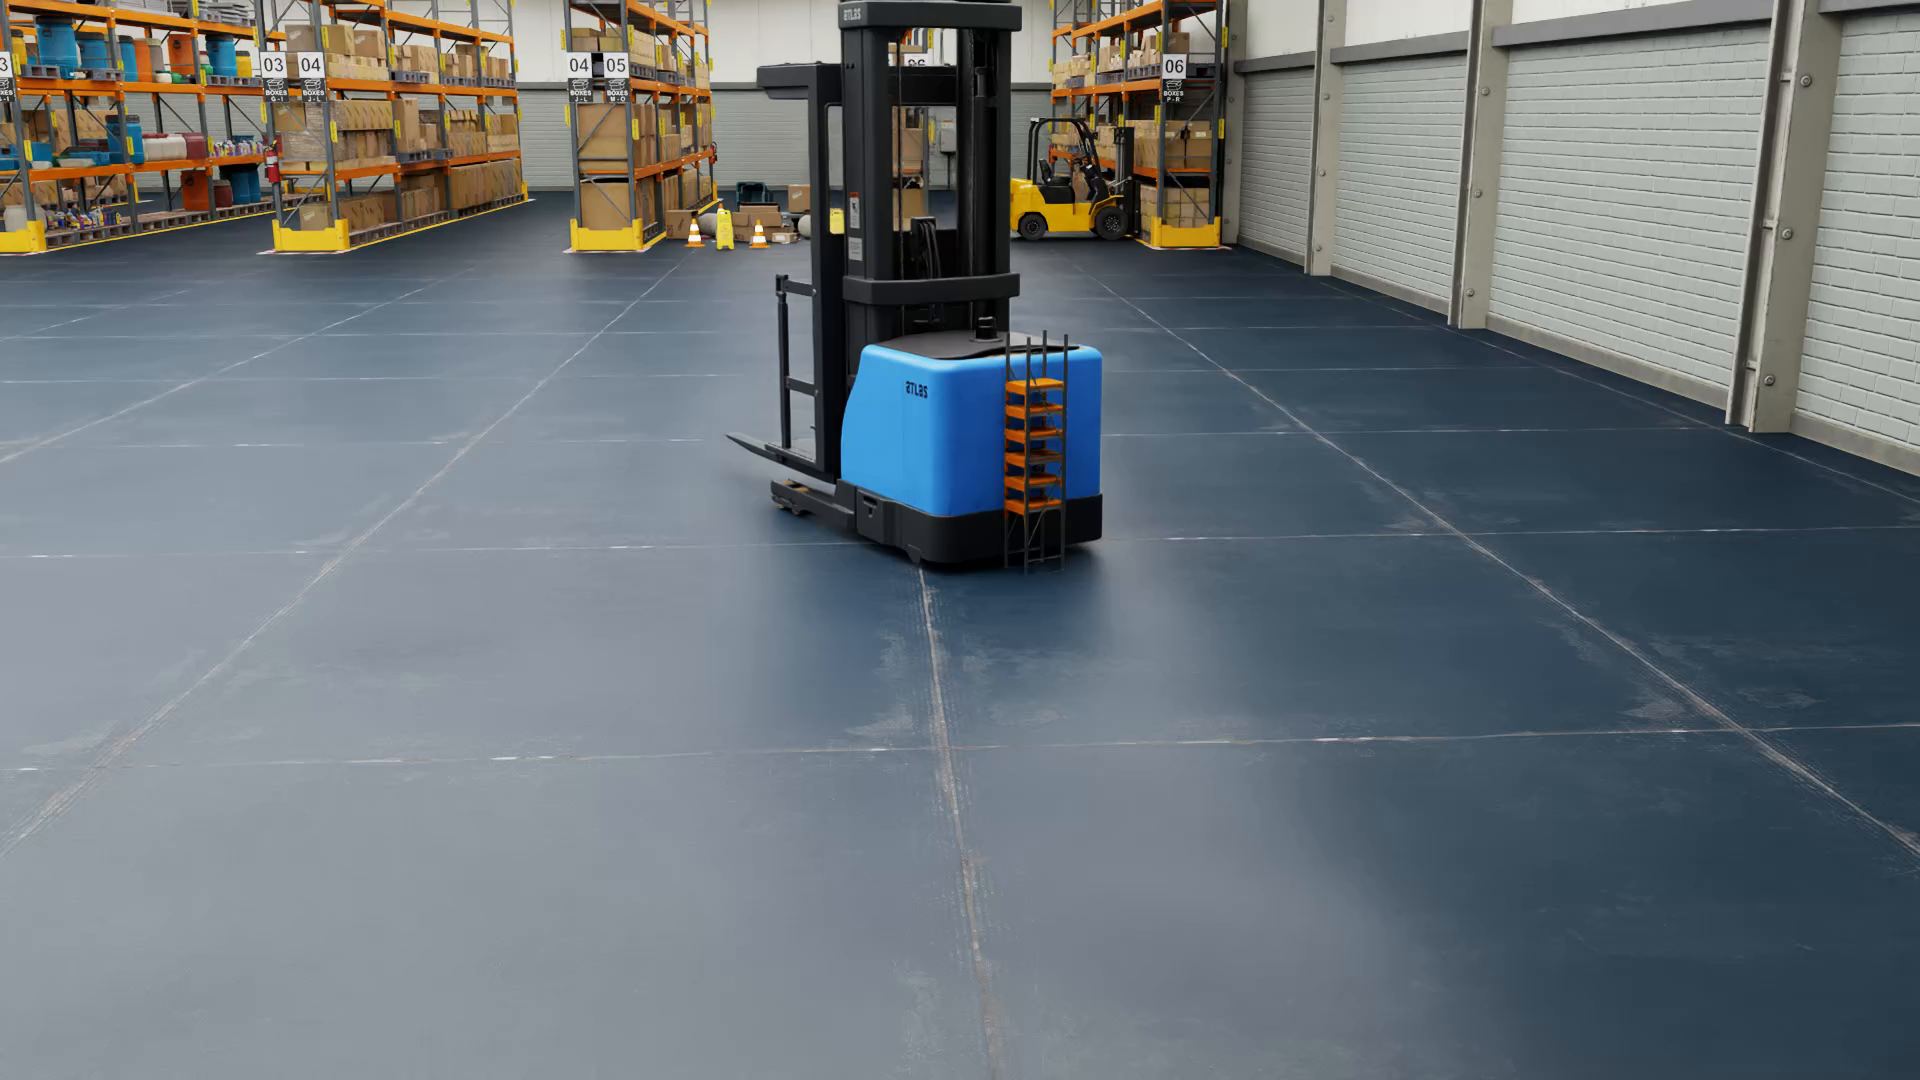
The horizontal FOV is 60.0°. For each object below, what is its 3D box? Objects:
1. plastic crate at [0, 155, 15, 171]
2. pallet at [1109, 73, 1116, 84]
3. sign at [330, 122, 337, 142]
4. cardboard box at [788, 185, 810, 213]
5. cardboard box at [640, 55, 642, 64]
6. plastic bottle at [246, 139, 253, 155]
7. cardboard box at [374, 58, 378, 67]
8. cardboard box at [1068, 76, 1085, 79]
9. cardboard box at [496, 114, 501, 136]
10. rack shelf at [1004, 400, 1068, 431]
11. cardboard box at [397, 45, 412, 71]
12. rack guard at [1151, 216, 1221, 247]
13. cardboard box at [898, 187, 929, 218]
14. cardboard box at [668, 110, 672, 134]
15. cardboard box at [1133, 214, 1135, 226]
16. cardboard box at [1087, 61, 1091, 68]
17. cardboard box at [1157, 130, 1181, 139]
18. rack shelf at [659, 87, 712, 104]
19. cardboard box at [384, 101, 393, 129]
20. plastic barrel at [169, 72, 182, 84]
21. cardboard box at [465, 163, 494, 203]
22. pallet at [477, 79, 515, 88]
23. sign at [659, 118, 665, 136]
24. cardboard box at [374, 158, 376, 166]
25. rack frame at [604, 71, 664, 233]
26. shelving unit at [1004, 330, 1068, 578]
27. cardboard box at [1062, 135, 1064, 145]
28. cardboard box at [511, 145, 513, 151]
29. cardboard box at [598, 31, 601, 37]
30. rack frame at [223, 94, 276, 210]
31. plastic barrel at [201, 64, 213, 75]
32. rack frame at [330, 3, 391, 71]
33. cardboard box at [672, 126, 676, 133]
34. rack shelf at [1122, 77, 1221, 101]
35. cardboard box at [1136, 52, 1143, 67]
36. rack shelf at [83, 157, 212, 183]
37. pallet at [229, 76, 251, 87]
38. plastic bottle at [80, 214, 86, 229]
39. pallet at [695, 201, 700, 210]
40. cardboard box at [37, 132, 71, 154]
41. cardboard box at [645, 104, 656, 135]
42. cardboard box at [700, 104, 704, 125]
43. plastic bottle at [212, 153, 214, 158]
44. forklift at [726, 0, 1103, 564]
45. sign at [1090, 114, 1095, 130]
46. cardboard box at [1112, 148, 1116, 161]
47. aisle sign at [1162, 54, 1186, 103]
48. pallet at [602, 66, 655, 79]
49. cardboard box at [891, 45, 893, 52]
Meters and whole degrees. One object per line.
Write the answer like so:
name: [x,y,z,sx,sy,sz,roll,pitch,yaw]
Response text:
plastic crate: [-16.207,-6.313,27.841,0.499,0.251,0.616,-1,14,-3]
pallet: [3.619,-9.478,34.201,1.003,0.211,1.213,0,14,-1]
sign: [-10.392,-6.769,27.579,0.100,0.325,0.005,-1,14,-3]
cardboard box: [-3.065,-6.611,32.196,0.500,0.500,0.500,-1,14,-3]
cardboard box: [-5.756,-8.380,29.017,0.380,0.149,0.250,-1,14,-4]
plastic bottle: [-16.225,-8.956,37.915,0.144,0.351,0.185,-1,14,-3]
cardboard box: [-10.845,-8.704,30.318,0.380,0.149,0.250,-2,15,-6]
cardboard box: [2.888,-11.197,40.209,0.500,0.250,0.500,-1,14,-3]
cardboard box: [-11.511,-10.136,40.599,0.500,0.500,0.500,-1,14,-5]
rack shelf: [0.376,-0.618,8.236,0.258,0.103,0.180,-9,17,-30]
cardboard box: [-11.171,-9.395,32.452,0.797,0.503,0.637,0,14,-1]
rack guard: [3.913,-5.356,28.838,1.175,0.500,0.348,-1,14,-3]
cardboard box: [-0.818,-5.940,29.265,0.500,0.500,0.500,-1,14,-5]
cardboard box: [-6.455,-8.804,35.015,0.700,0.500,0.500,-1,14,-4]
cardboard box: [3.469,-5.933,30.742,0.500,0.250,0.500,0,14,-2]
cardboard box: [3.037,-10.620,37.166,0.380,0.149,0.250,-1,14,-5]
cardboard box: [3.610,-7.017,28.775,0.380,0.149,0.250,-1,14,-3]
rack shelf: [-6.844,-10.979,41.102,1.077,0.370,4.000,-1,14,-3]
cardboard box: [-10.879,-7.906,30.928,0.500,0.500,0.500,-1,14,-3]
plastic barrel: [-16.306,-9.572,34.500,0.294,0.245,0.294,0,14,0]
cardboard box: [-11.617,-8.342,38.848,1.225,0.875,0.875,-1,14,-3]
pallet: [-11.868,-11.546,42.040,1.003,0.211,1.213,-1,14,-3]
sign: [-5.671,-7.854,31.637,0.100,0.325,0.005,-1,14,-3]
cardboard box: [-10.902,-6.916,30.390,0.380,0.149,0.250,-1,14,-3]
rack frame: [-6.225,-7.388,31.720,1.000,3.000,0.127,-1,14,-3]
shelving unit: [0.376,-0.429,8.285,0.258,1.200,0.189,-9,17,-30]
cardboard box: [2.829,-10.000,41.575,0.500,0.250,0.500,-1,14,-4]
cardboard box: [-11.527,-9.926,42.090,0.380,0.149,0.250,-1,14,-2]
cardboard box: [-6.398,-8.693,28.633,0.380,0.149,0.250,-1,14,-3]
rack frame: [-16.620,-9.250,38.956,1.000,3.000,0.127,-1,14,-3]
plastic barrel: [-16.209,-10.103,35.721,0.294,0.245,0.294,0,14,0]
rack frame: [-11.181,-10.242,30.773,1.000,3.000,0.127,-1,14,-3]
cardboard box: [-6.308,-8.872,35.954,0.380,0.149,0.250,-1,14,-3]
rack shelf: [3.788,-8.174,30.199,1.077,0.370,4.000,-1,14,-3]
cardboard box: [3.452,-8.833,30.542,0.396,0.266,0.258,-1,14,-5]
rack shelf: [-16.249,-7.409,33.246,1.077,0.370,4.000,-1,14,-3]
pallet: [-16.401,-10.135,36.758,1.003,0.211,1.213,-1,14,-3]
plastic bottle: [-15.699,-5.698,29.745,0.097,0.271,0.097,0,14,0]
pallet: [-6.671,-7.833,39.048,1.003,0.211,1.213,-1,14,-3]
cardboard box: [-21.324,-9.353,39.159,0.500,0.500,0.500,-1,14,-2]
cardboard box: [-6.086,-7.756,30.684,0.875,0.550,0.550,-1,14,-3]
cardboard box: [-6.553,-10.425,40.719,0.500,0.500,0.500,-1,14,-3]
plastic bottle: [-16.057,-8.334,35.657,0.097,0.271,0.097,0,14,0]
forklift: [-0.448,-1.613,9.414,1.130,2.935,3.031,-9,17,-30]
sign: [2.875,-9.073,36.107,0.100,0.325,0.005,-1,14,-3]
cardboard box: [3.335,-7.741,33.392,0.500,0.250,0.500,-1,14,-4]
aisle sign: [3.622,-7.810,28.145,0.394,0.787,0.004,-1,14,-3]
pallet: [-6.184,-8.594,30.566,1.003,0.211,1.213,-1,14,-3]
cardboard box: [-1.336,-8.356,28.368,0.380,0.149,0.250,-1,14,-2]
